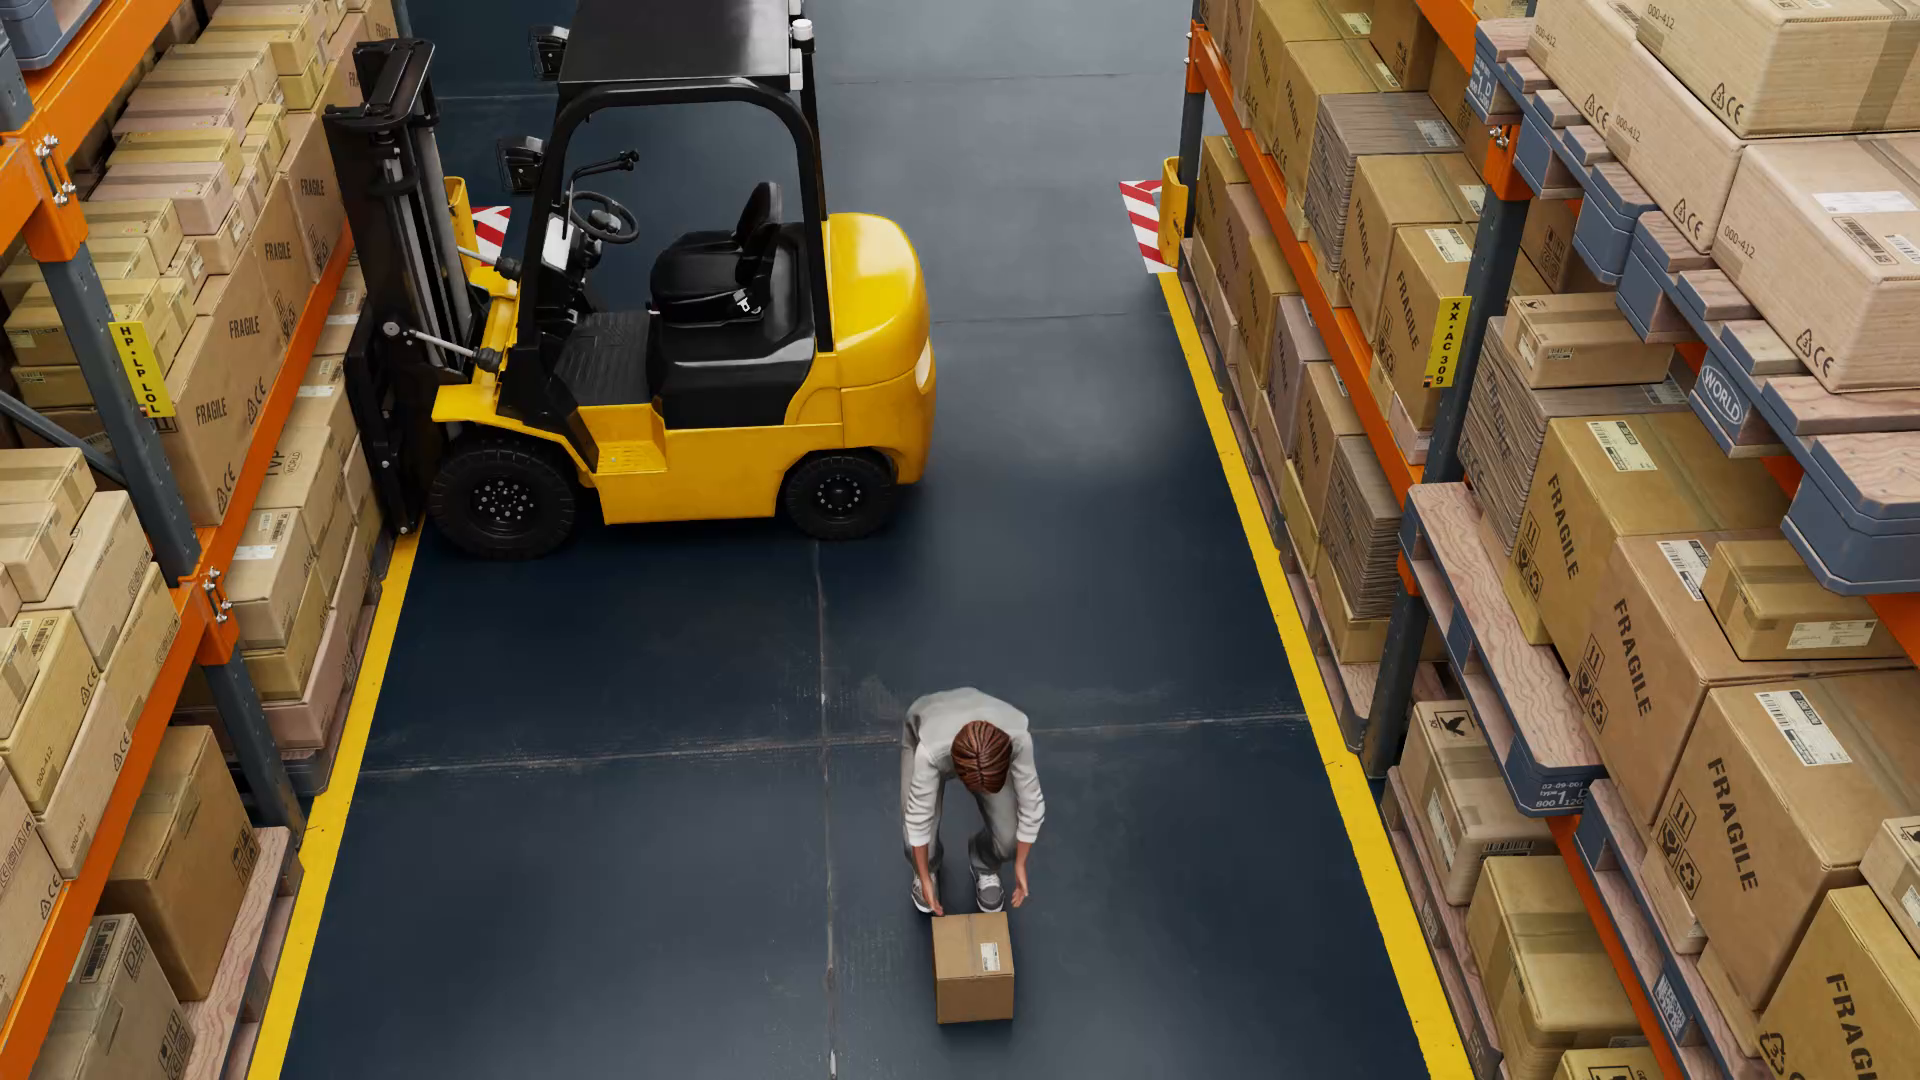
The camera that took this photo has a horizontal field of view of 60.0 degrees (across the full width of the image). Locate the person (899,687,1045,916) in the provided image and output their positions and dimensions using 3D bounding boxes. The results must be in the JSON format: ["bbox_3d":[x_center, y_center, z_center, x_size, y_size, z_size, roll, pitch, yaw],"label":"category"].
[{"bbox_3d":[0.029,0.842,5.538,0.463,1.102,0.745,-3,40,-4],"label":"person"}]
